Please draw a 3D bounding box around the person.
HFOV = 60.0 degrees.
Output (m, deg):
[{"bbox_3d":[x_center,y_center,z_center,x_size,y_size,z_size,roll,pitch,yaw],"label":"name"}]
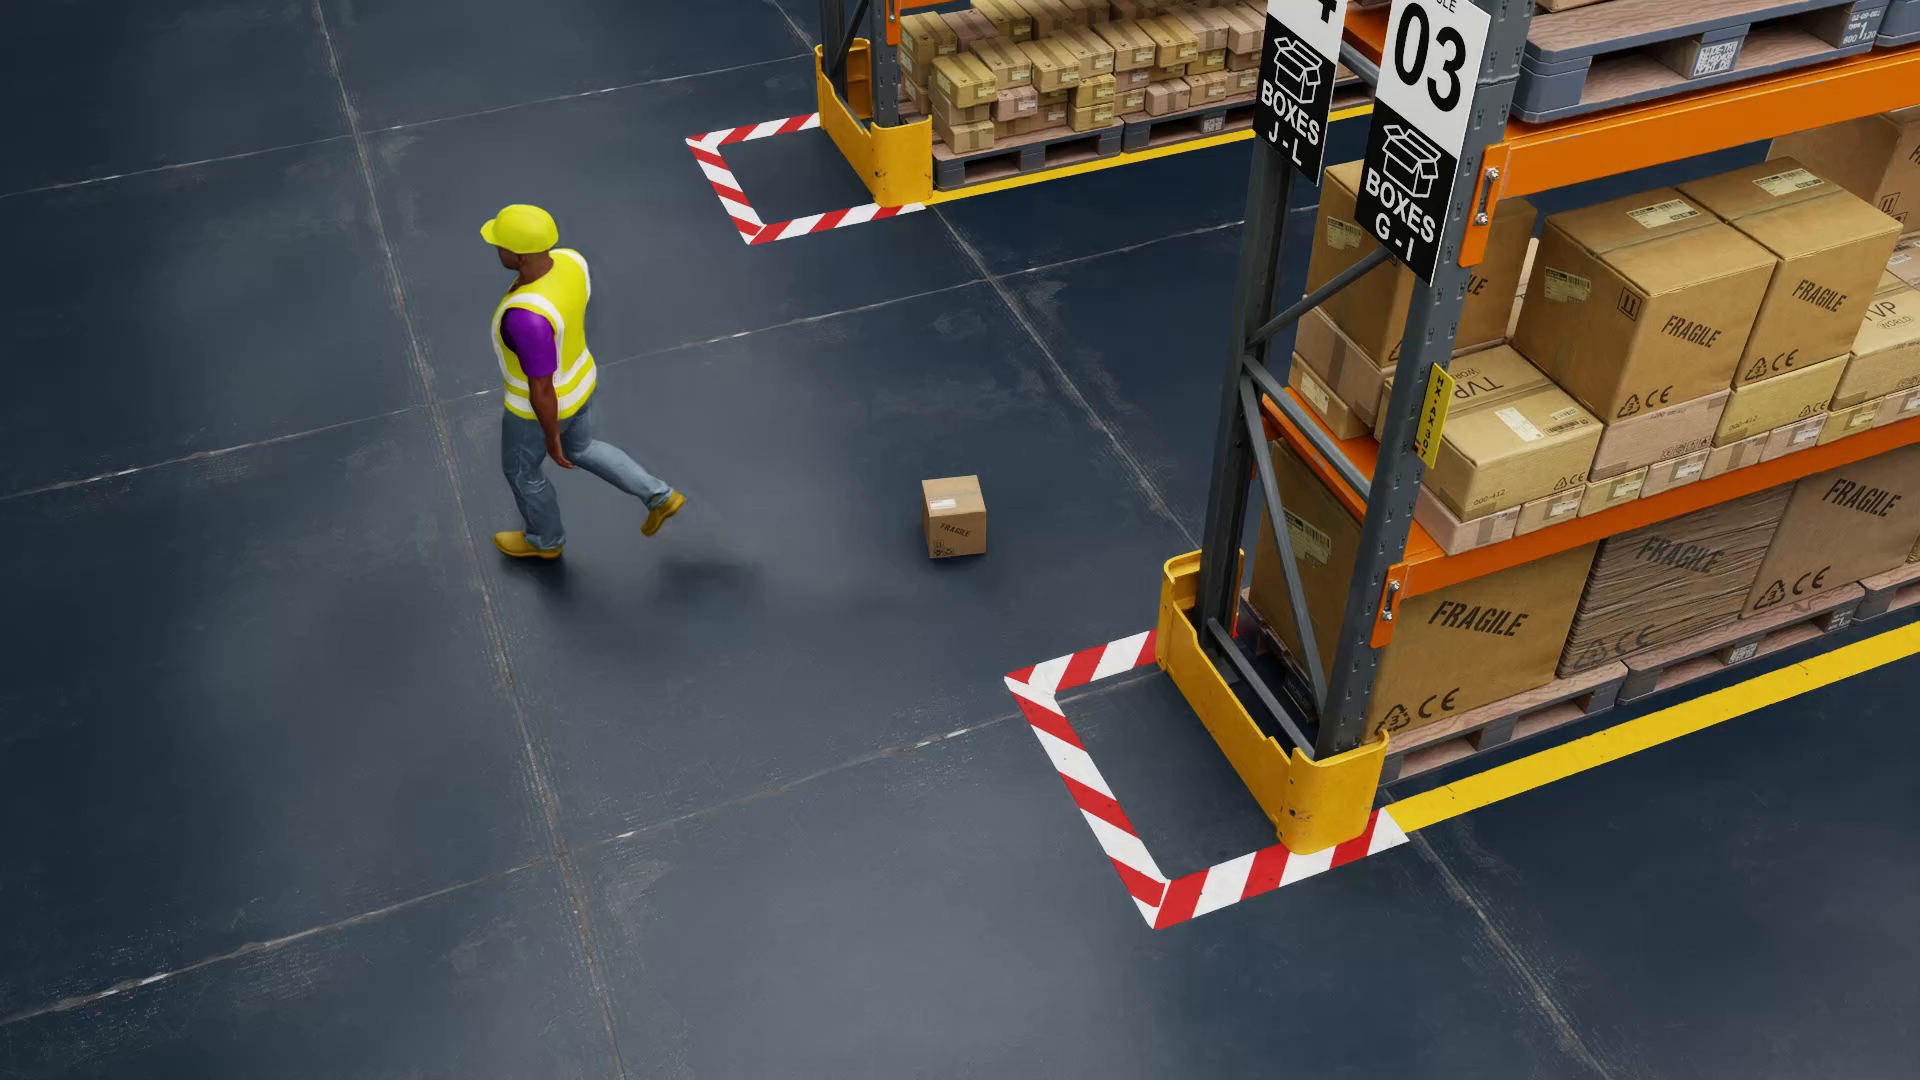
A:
[{"bbox_3d":[-1.627,-0.611,6.819,0.849,1.739,0.581,10,43,11],"label":"person"}]
